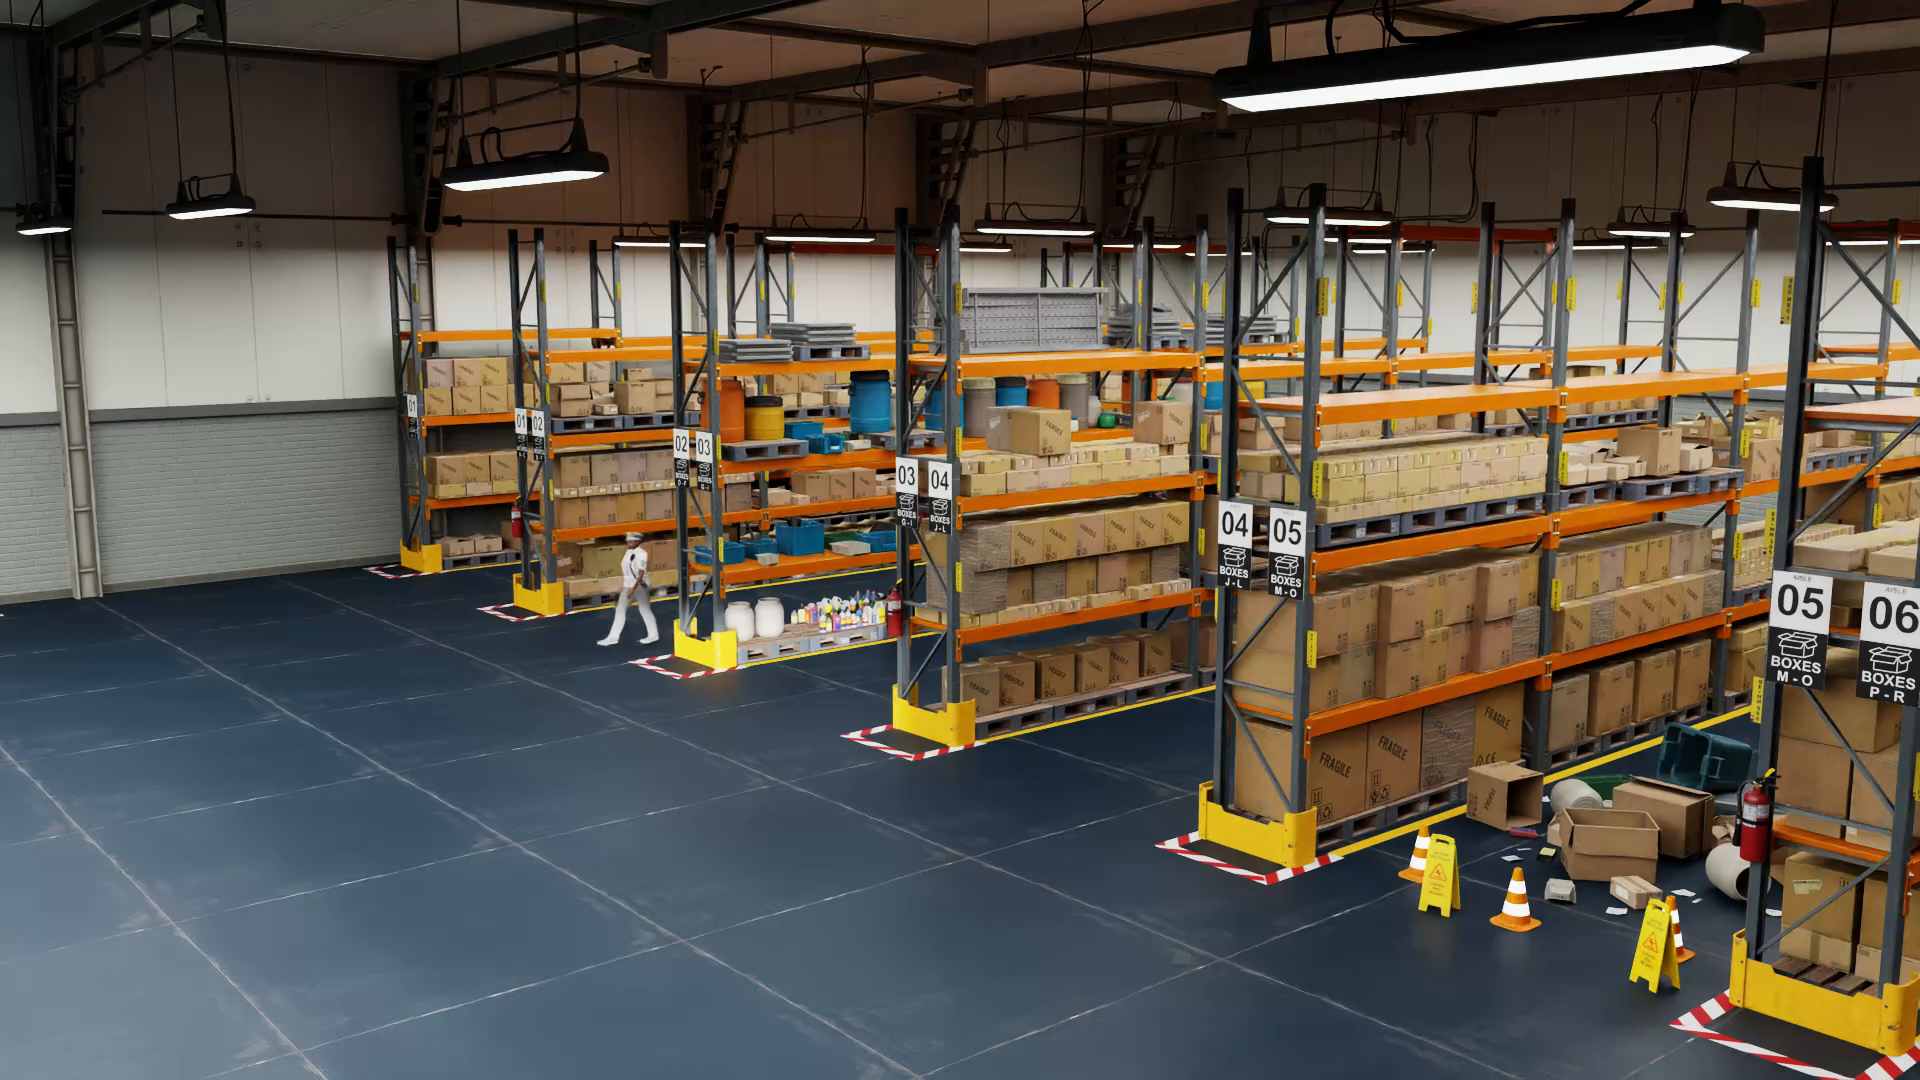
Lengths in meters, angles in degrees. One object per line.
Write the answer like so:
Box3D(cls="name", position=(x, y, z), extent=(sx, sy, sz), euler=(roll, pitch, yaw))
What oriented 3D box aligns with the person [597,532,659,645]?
Box3D(cls="person", position=(-4.732, 0.690, 23.776), extent=(0.510, 1.647, 0.860), euler=(7, 11, 38))
